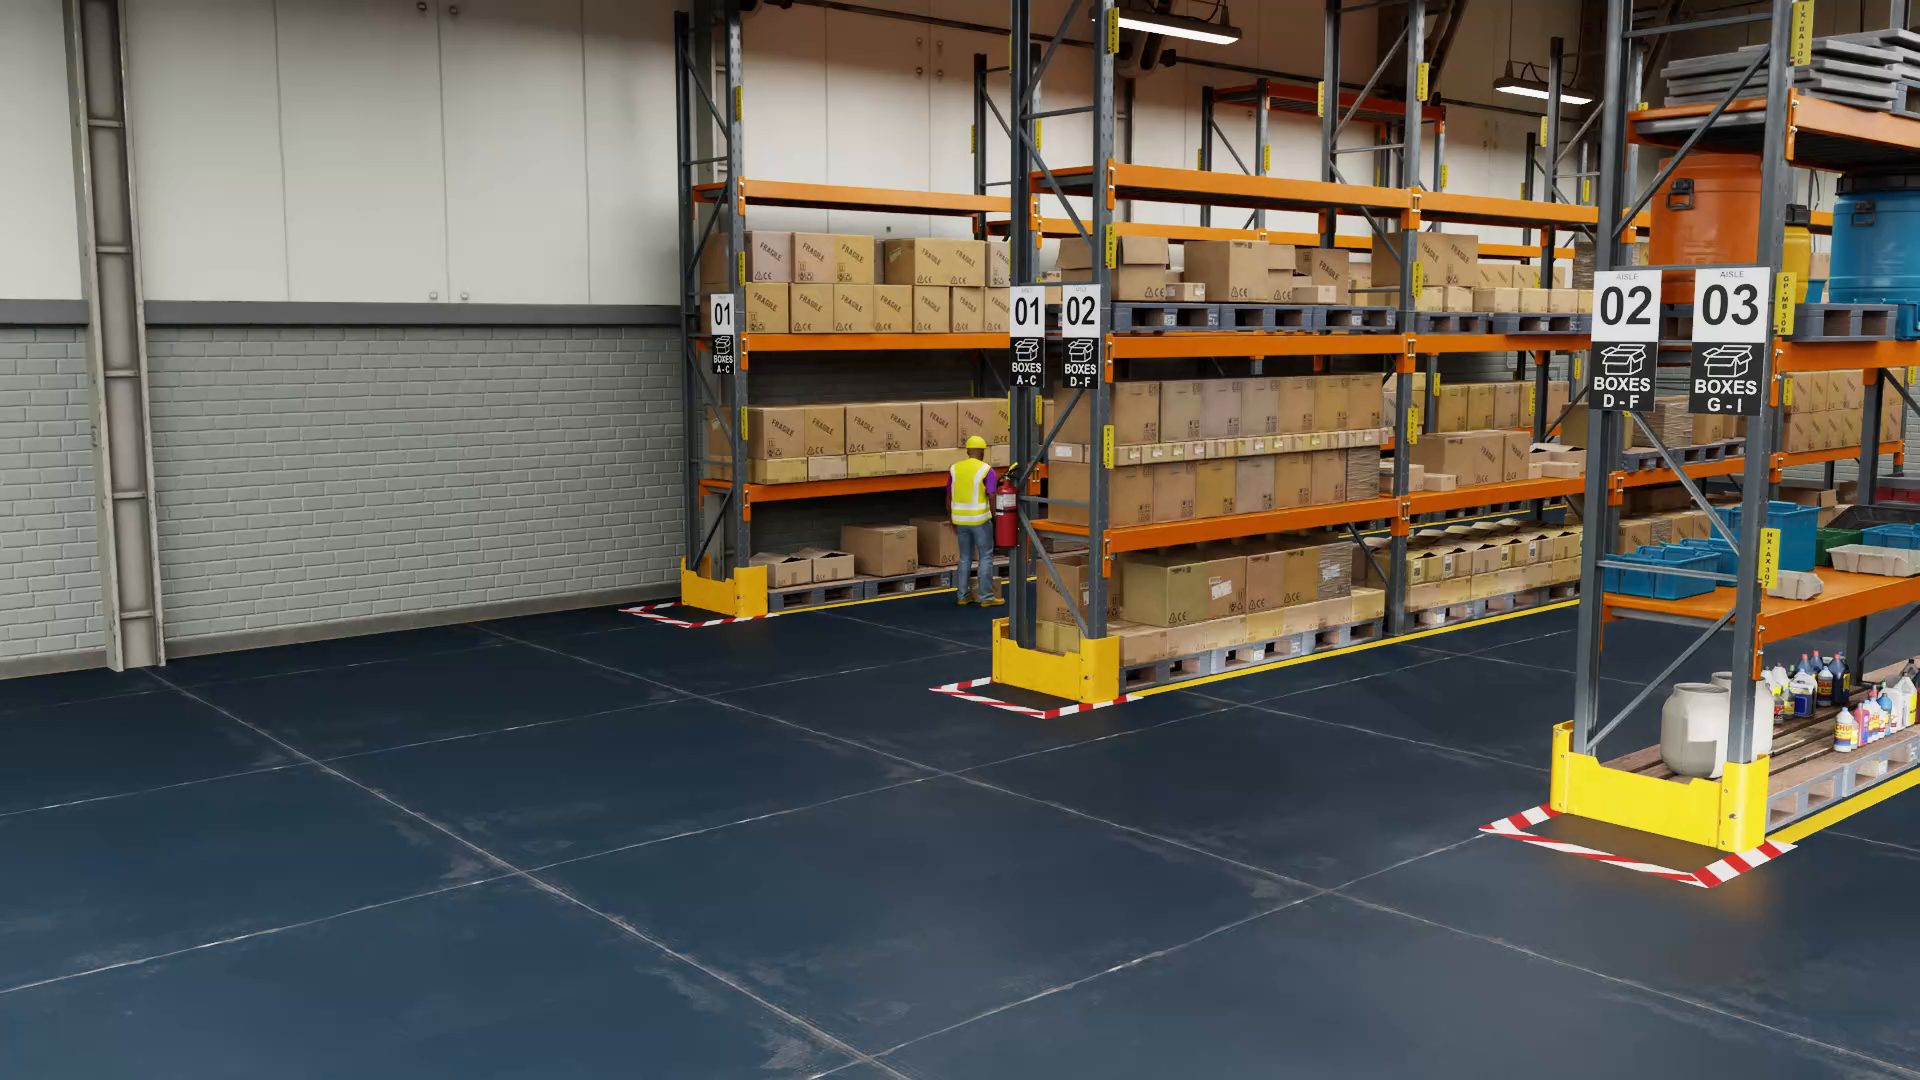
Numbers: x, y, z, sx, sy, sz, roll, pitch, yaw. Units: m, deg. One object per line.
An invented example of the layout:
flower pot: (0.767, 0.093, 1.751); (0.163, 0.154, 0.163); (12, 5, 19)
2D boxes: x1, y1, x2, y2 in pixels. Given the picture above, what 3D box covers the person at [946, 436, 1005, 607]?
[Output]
person: (0.152, -0.203, 17.276); (0.636, 1.761, 0.454); (5, 9, 33)
